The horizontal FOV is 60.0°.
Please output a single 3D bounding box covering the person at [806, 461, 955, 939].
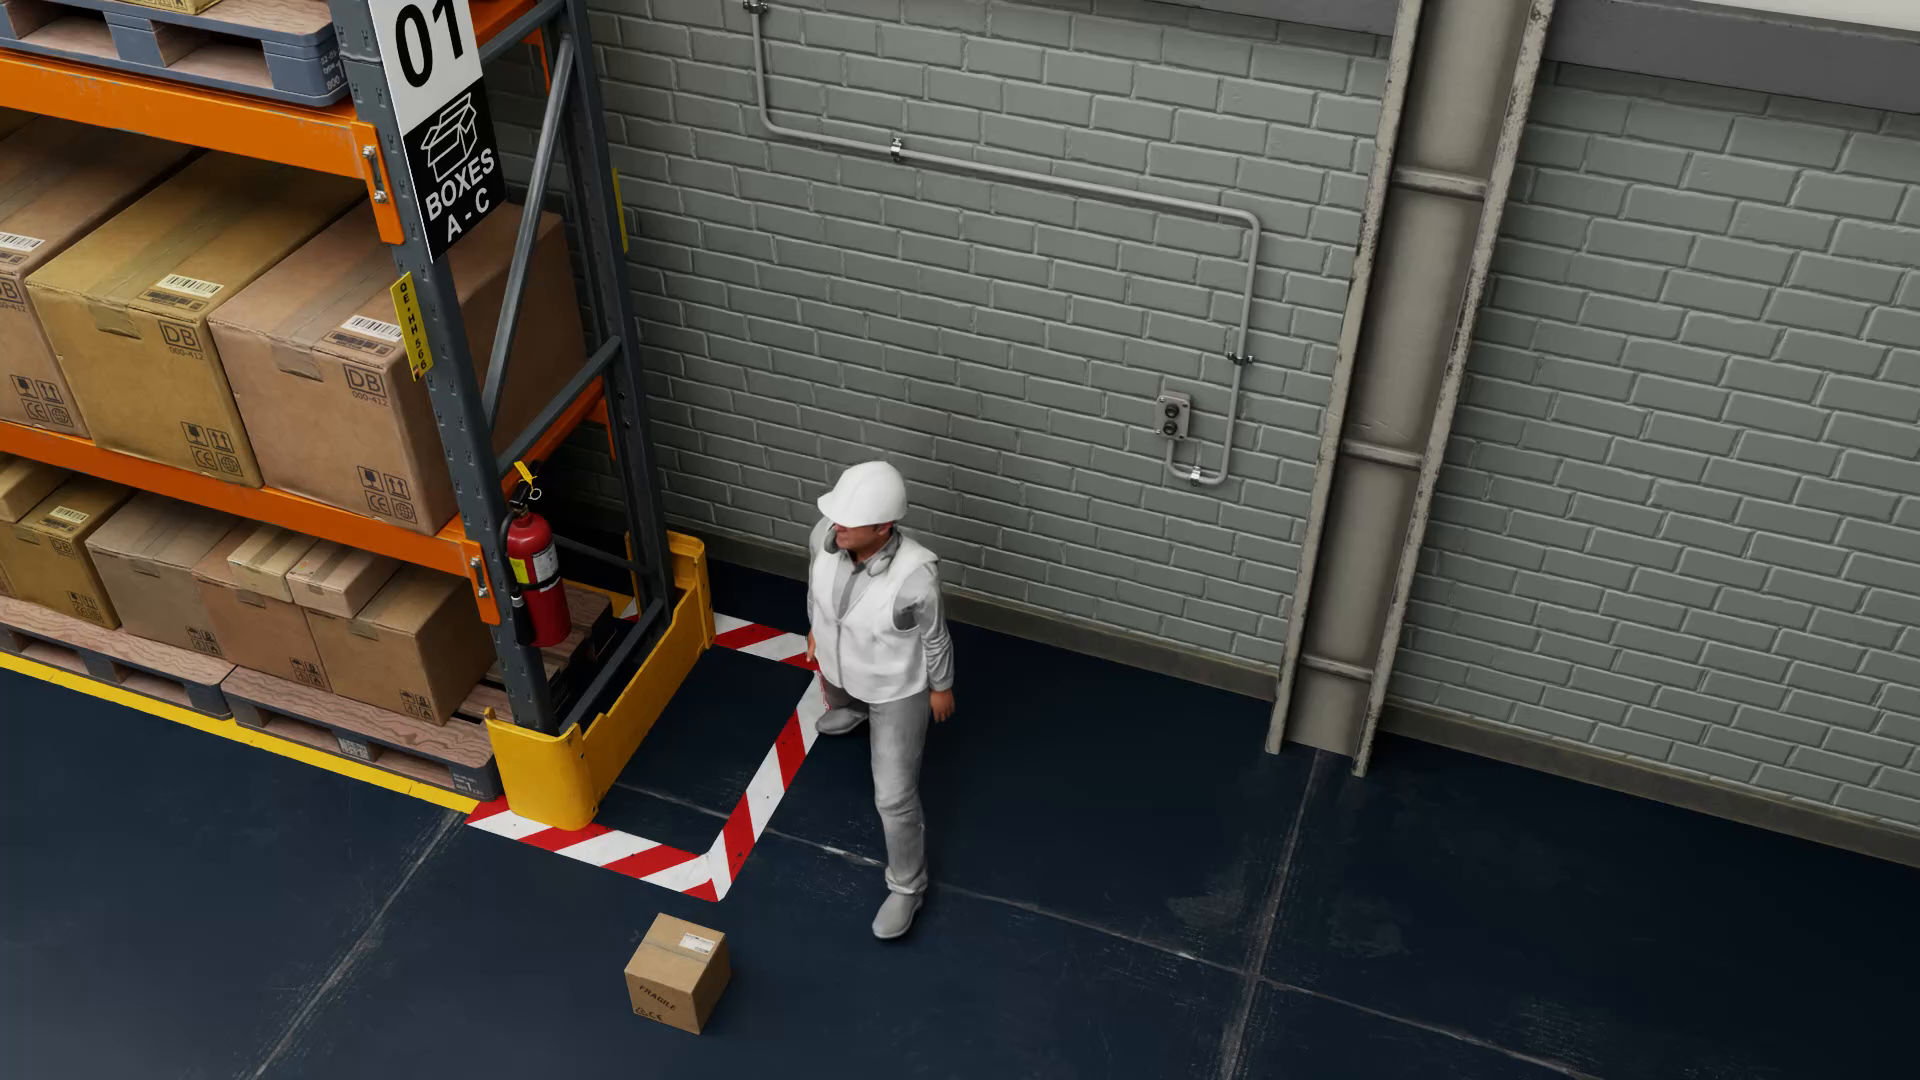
[{"bbox_3d":[-0.329,0.408,5.698,0.909,1.730,0.869,28,48,28],"label":"person"}]
